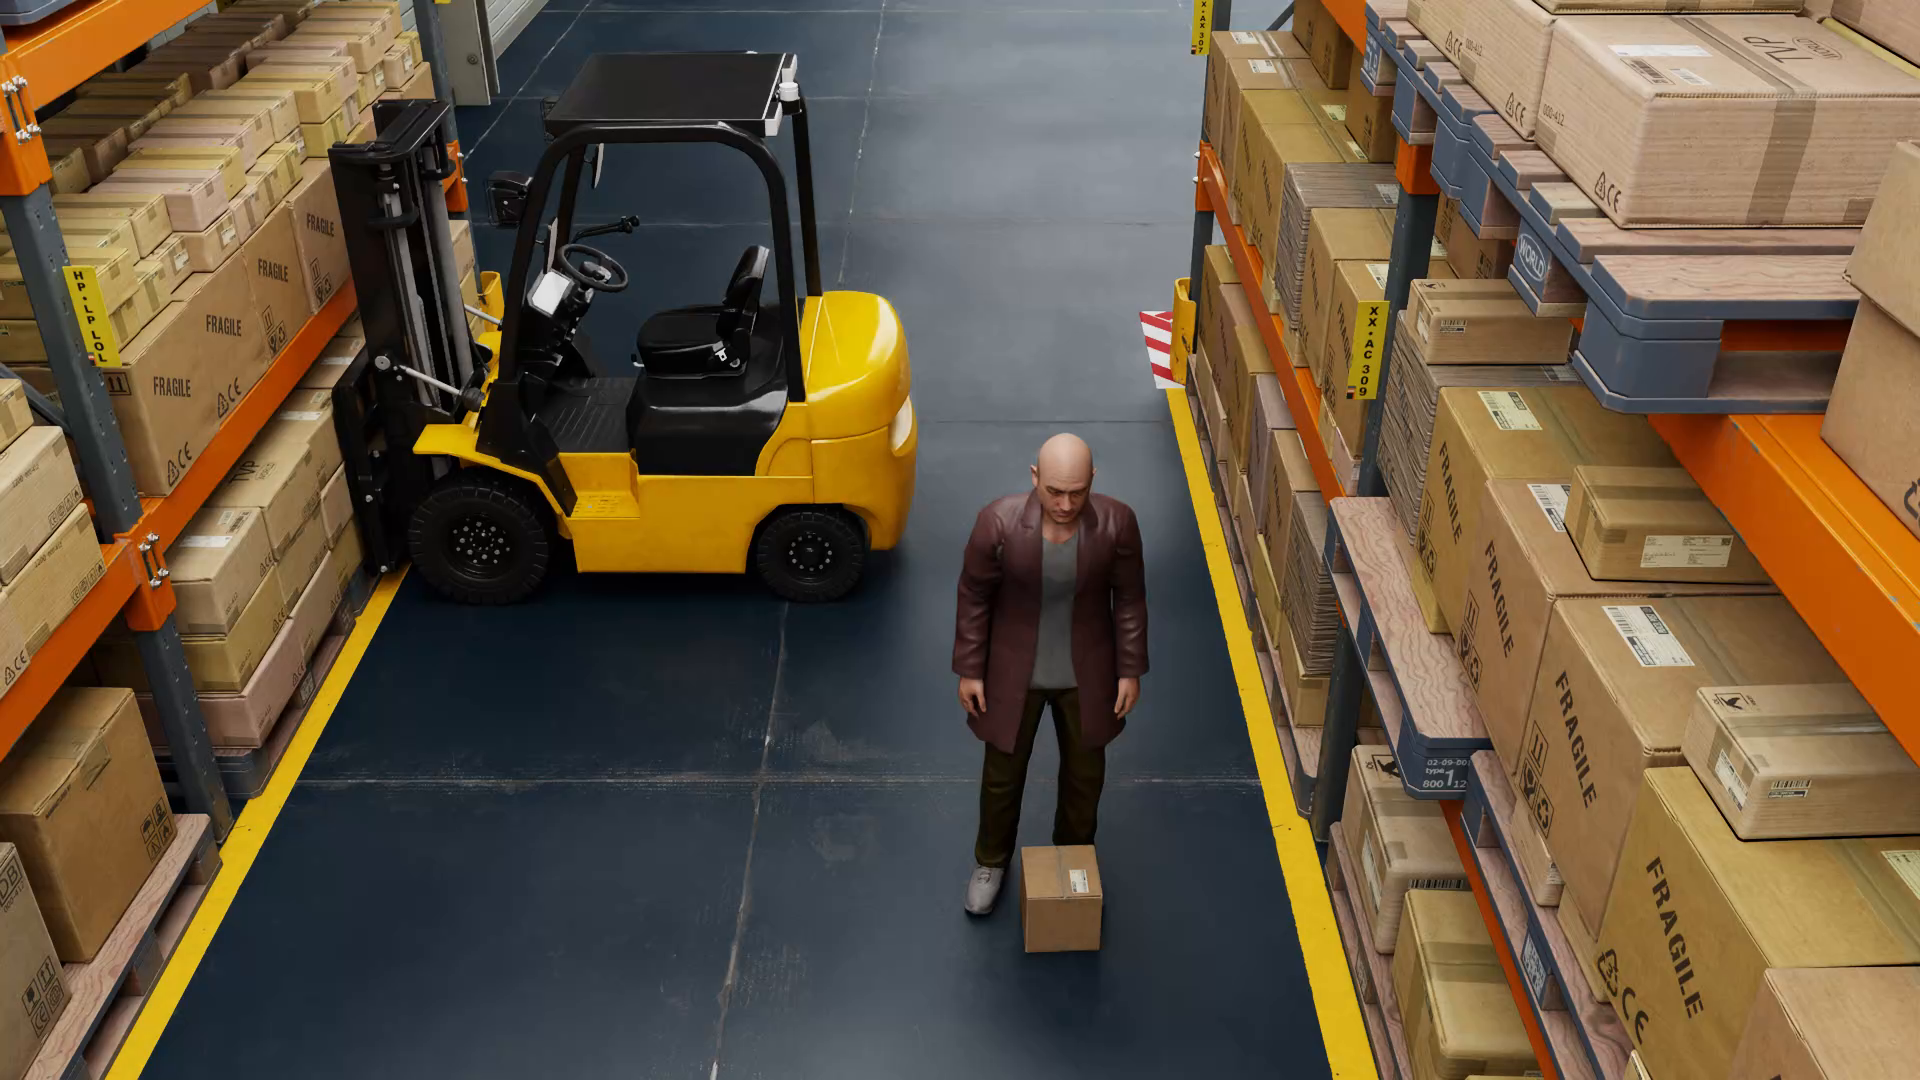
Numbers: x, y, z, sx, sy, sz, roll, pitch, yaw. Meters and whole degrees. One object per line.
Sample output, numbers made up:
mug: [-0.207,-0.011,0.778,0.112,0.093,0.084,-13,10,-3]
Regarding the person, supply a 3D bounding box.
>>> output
person: [0.293,0.435,5.428,0.644,1.774,0.430,-1,31,-1]
